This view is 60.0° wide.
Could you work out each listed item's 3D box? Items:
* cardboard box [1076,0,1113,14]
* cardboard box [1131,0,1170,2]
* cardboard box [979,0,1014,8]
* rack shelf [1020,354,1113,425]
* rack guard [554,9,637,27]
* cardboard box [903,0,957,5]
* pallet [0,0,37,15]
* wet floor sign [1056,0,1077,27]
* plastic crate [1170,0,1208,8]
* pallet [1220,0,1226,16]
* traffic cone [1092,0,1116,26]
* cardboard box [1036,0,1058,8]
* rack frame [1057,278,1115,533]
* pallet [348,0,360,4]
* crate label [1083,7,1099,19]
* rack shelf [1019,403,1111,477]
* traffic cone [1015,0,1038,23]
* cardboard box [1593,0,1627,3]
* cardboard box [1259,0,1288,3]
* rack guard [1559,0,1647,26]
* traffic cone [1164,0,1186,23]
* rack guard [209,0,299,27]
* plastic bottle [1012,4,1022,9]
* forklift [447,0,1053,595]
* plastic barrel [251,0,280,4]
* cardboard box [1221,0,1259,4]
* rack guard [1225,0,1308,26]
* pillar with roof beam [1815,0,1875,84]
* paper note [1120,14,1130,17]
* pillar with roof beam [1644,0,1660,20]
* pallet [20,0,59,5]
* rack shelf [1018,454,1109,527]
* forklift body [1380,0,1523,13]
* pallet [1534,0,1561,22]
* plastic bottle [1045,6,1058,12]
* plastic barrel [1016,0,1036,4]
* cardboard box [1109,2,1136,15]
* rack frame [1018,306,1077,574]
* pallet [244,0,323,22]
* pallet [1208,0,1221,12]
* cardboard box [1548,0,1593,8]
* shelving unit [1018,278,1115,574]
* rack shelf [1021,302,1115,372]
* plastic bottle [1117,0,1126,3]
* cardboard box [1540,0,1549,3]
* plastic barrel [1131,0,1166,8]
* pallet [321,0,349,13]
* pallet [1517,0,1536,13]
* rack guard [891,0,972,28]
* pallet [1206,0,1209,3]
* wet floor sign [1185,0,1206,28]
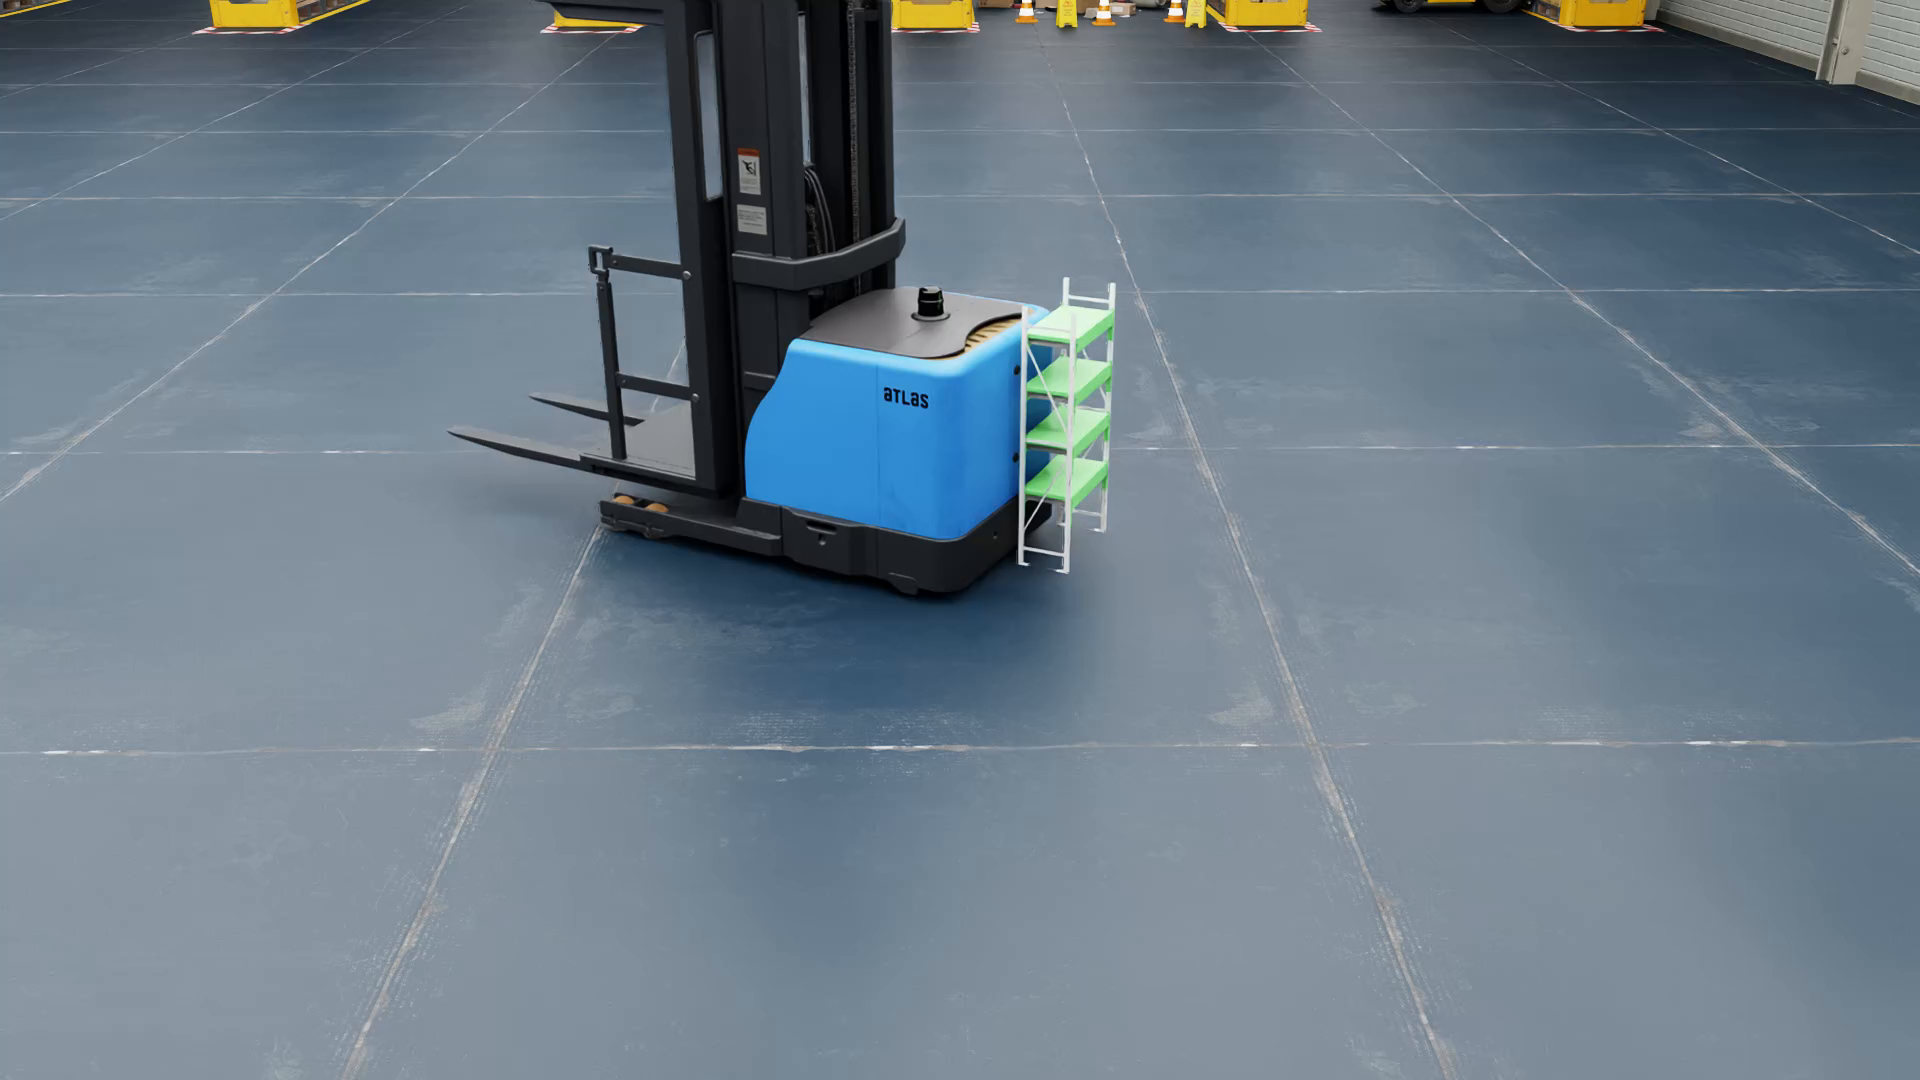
[{"bbox_3d":[1.983,-8.572,26.093,0.797,0.503,0.637,-19,31,-36],"label":"cardboard box"},{"bbox_3d":[3.141,-9.060,27.172,0.500,0.500,0.500,19,30,35],"label":"cardboard box"},{"bbox_3d":[0.585,-8.809,26.617,0.500,0.500,0.500,4,25,9],"label":"cardboard box"},{"bbox_3d":[0.474,-0.671,7.349,0.258,0.148,0.480,10,26,22],"label":"rack shelf"},{"bbox_3d":[-5.376,-7.845,24.489,1.175,0.500,0.348,0,24,-1],"label":"rack guard"},{"bbox_3d":[-0.488,-8.436,24.830,0.875,0.875,0.875,0,24,0],"label":"cardboard box"},{"bbox_3d":[-15.342,-8.456,26.189,1.003,0.211,1.213,0,24,-1],"label":"pallet"},{"bbox_3d":[1.566,-7.858,24.340,0.267,0.644,0.232,-4,25,-10],"label":"wet floor sign"},{"bbox_3d":[3.688,-8.665,26.811,0.402,0.080,0.583,-9,26,-19],"label":"plastic crate"},{"bbox_3d":[4.560,-8.093,25.388,1.003,0.211,1.213,0,24,-1],"label":"pallet"},{"bbox_3d":[2.133,-7.868,24.584,0.336,0.463,0.334,0,24,-1],"label":"traffic cone"},{"bbox_3d":[1.402,-8.636,26.522,0.396,0.266,0.258,4,25,9],"label":"cardboard box"},{"bbox_3d":[0.574,-0.602,7.625,0.240,1.200,0.015,10,26,22],"label":"rack frame"},{"bbox_3d":[-10.406,-9.031,27.462,1.003,0.211,1.213,0,24,-1],"label":"pallet"},{"bbox_3d":[2.063,-8.043,25.367,0.250,0.136,0.298,-14,28,-28],"label":"crate label"},{"bbox_3d":[0.474,-0.452,7.448,0.258,0.148,0.480,10,26,22],"label":"rack shelf"},{"bbox_3d":[1.000,-8.003,24.883,0.336,0.463,0.334,0,24,-1],"label":"traffic cone"},{"bbox_3d":[9.688,-8.163,24.985,0.500,0.250,0.500,0,24,0],"label":"cardboard box"},{"bbox_3d":[4.802,-8.269,25.221,0.500,0.250,0.500,0,24,-1],"label":"cardboard box"},{"bbox_3d":[9.498,-7.872,24.549,1.175,0.500,0.348,0,24,-1],"label":"rack guard"},{"bbox_3d":[3.239,-8.013,24.905,0.336,0.463,0.334,0,24,-1],"label":"traffic cone"},{"bbox_3d":[-10.376,-7.823,24.439,1.175,0.500,0.348,0,24,-1],"label":"rack guard"},{"bbox_3d":[0.984,-8.507,26.486,0.283,0.061,0.133,-9,26,-19],"label":"plastic bottle"},{"bbox_3d":[-1.112,-1.514,7.542,3.031,2.935,1.130,12,27,25],"label":"forklift"},{"bbox_3d":[-10.412,-8.259,24.880,0.421,0.512,0.421,0,24,0],"label":"plastic barrel"},{"bbox_3d":[4.256,-8.277,25.239,0.500,0.250,0.500,0,24,-1],"label":"cardboard box"},{"bbox_3d":[4.533,-7.890,24.587,1.175,0.500,0.348,0,24,-1],"label":"rack guard"},{"bbox_3d":[6.152,-9.554,17.954,9.100,9.000,0.400,0,24,-1],"label":"pillar with roof beam"},{"bbox_3d":[2.533,-8.025,25.456,0.148,0.019,0.142,-9,26,-19],"label":"paper note"},{"bbox_3d":[6.086,-12.026,23.420,9.100,9.000,0.400,0,24,-1],"label":"pillar with roof beam"},{"bbox_3d":[-15.358,-8.960,27.304,1.003,0.211,1.213,0,24,-1],"label":"pallet"},{"bbox_3d":[0.474,-0.233,7.547,0.258,0.148,0.480,10,26,22],"label":"rack shelf"},{"bbox_3d":[7.652,-9.407,25.940,2.313,2.155,1.214,0,24,-1],"label":"forklift body"},{"bbox_3d":[9.447,-8.065,25.327,1.003,0.211,1.213,0,24,-1],"label":"pallet"},{"bbox_3d":[1.427,-8.359,26.157,0.133,0.061,0.283,-9,26,-19],"label":"plastic bottle"},{"bbox_3d":[1.088,-8.947,27.019,0.512,0.421,0.421,19,30,35],"label":"plastic barrel"},{"bbox_3d":[2.500,-8.229,25.764,0.380,0.149,0.250,13,27,27],"label":"cardboard box"},{"bbox_3d":[0.374,-0.418,7.219,0.240,1.200,0.015,10,26,22],"label":"rack frame"},{"bbox_3d":[-10.379,-8.026,25.239,1.003,0.211,1.213,0,24,-1],"label":"pallet"},{"bbox_3d":[4.549,-8.594,26.496,1.003,0.211,1.213,0,24,-1],"label":"pallet"},{"bbox_3d":[9.176,-8.152,24.961,0.500,0.250,0.500,0,24,0],"label":"cardboard box"},{"bbox_3d":[0.474,-0.510,7.422,0.258,1.200,0.503,10,26,22],"label":"shelving unit"},{"bbox_3d":[0.474,-0.889,7.250,0.258,0.148,0.480,10,26,22],"label":"rack shelf"},{"bbox_3d":[2.629,-8.766,27.059,0.133,0.061,0.283,4,25,9],"label":"plastic bottle"},{"bbox_3d":[9.180,-8.357,25.414,0.500,0.250,0.500,0,24,-1],"label":"cardboard box"},{"bbox_3d":[2.998,-8.668,26.401,0.512,0.421,0.421,19,30,35],"label":"plastic barrel"},{"bbox_3d":[-10.390,-8.527,26.348,1.003,0.211,1.213,0,24,-1],"label":"pallet"},{"bbox_3d":[9.437,-8.567,26.436,1.003,0.211,1.213,0,24,-1],"label":"pallet"},{"bbox_3d":[-0.414,-7.784,24.355,1.175,0.500,0.348,0,24,-1],"label":"rack guard"},{"bbox_3d":[4.533,-9.098,27.611,1.003,0.211,1.213,0,24,-1],"label":"pallet"},{"bbox_3d":[3.466,-7.841,24.305,0.267,0.644,0.232,8,26,18],"label":"wet floor sign"}]
